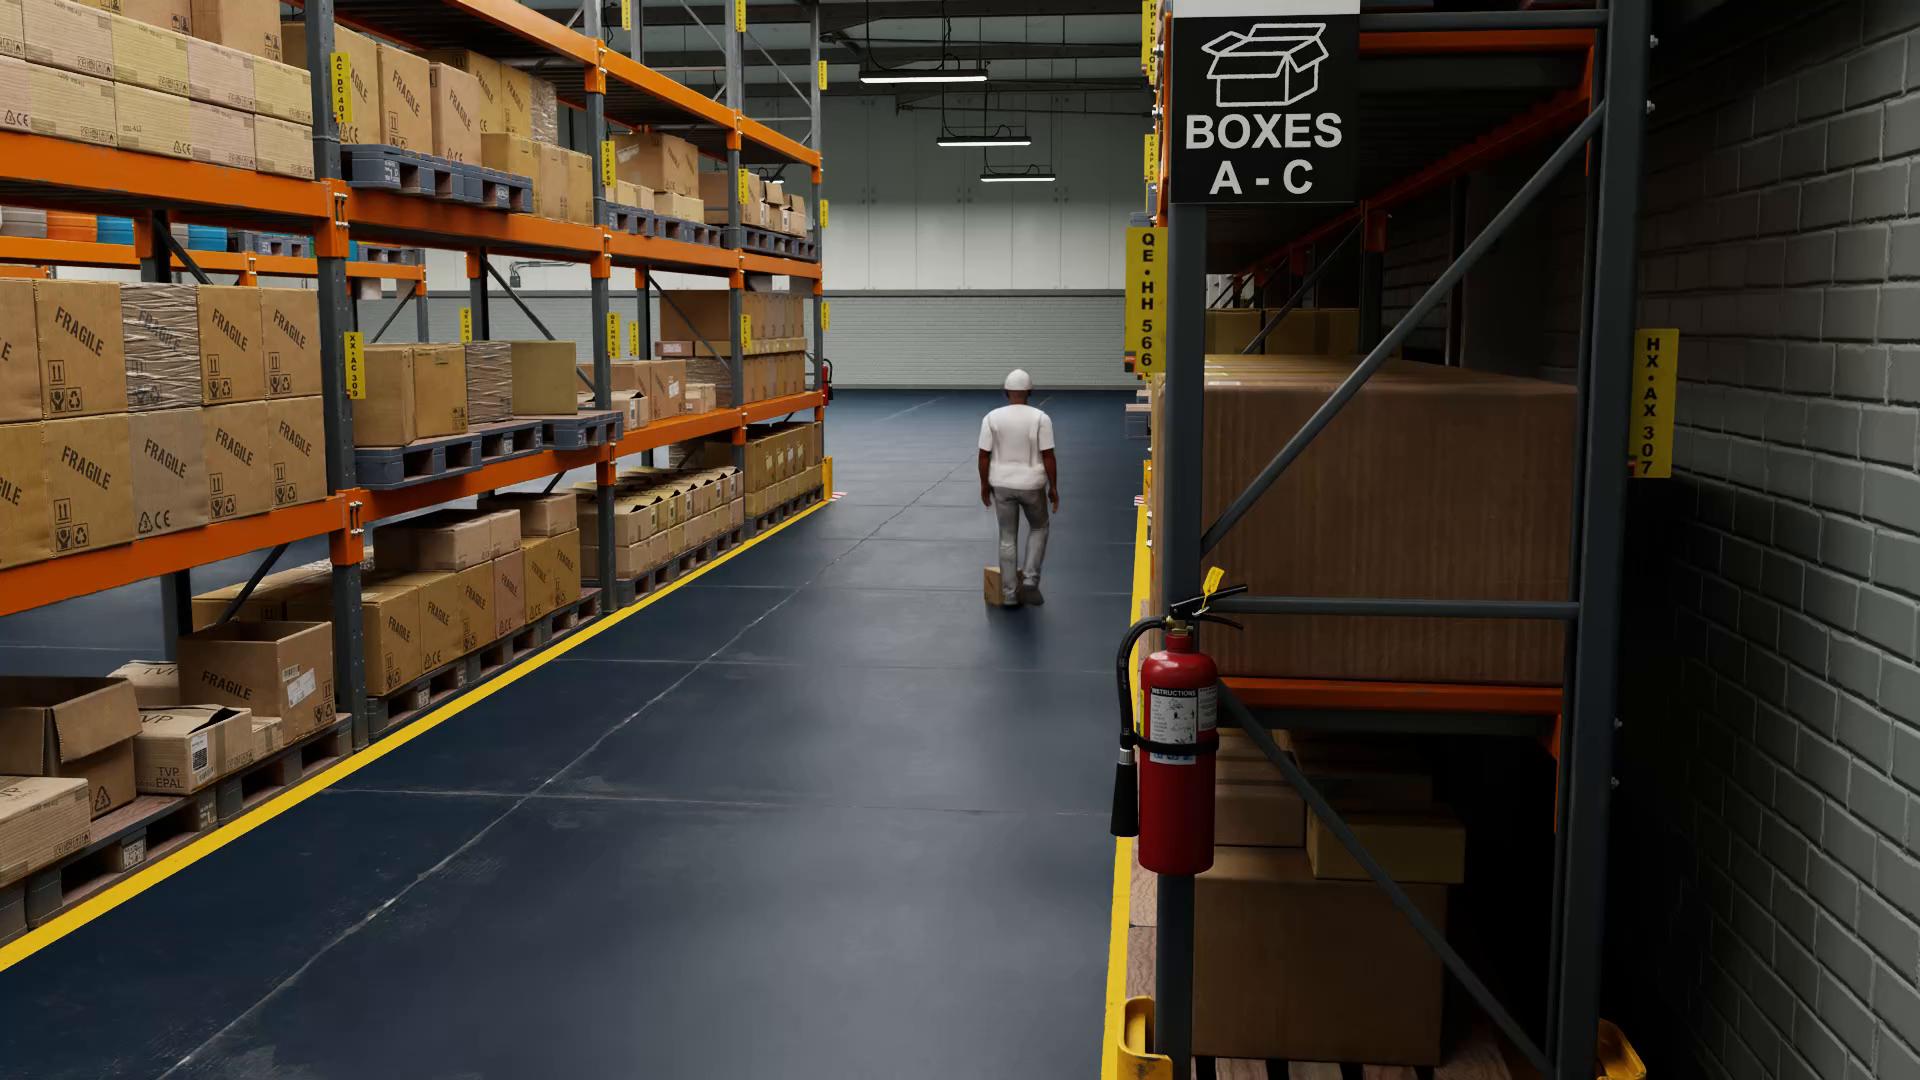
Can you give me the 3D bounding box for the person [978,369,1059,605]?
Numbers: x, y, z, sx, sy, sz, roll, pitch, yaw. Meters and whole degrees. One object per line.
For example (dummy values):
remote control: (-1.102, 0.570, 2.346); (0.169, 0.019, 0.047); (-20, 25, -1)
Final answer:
person: (0.449, -0.380, 12.537); (0.621, 1.808, 0.509); (1, 8, 8)
